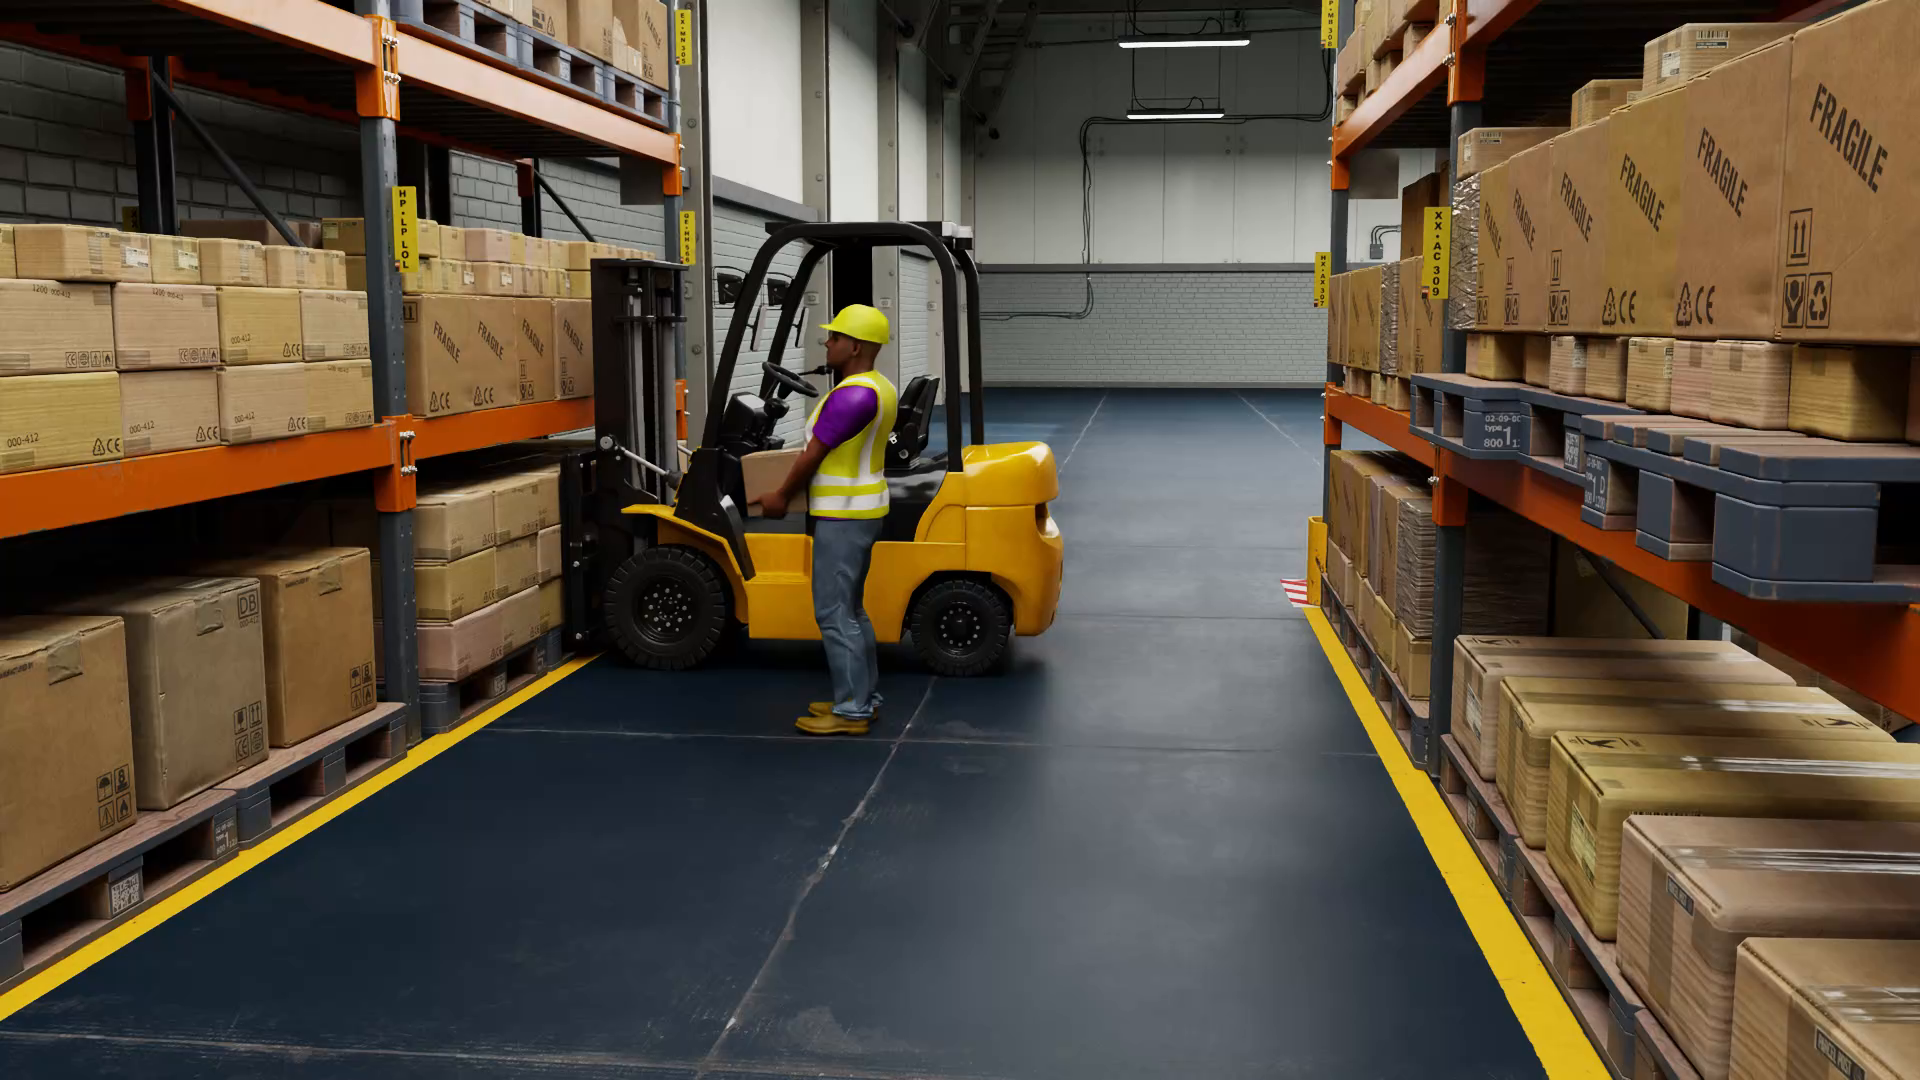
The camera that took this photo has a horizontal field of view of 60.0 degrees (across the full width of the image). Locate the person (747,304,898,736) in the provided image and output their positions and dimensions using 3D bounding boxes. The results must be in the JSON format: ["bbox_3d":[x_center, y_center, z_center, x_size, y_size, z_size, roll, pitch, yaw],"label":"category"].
[{"bbox_3d":[-0.566,-0.088,6.885,0.587,1.761,0.503,1,8,7],"label":"person"}]
